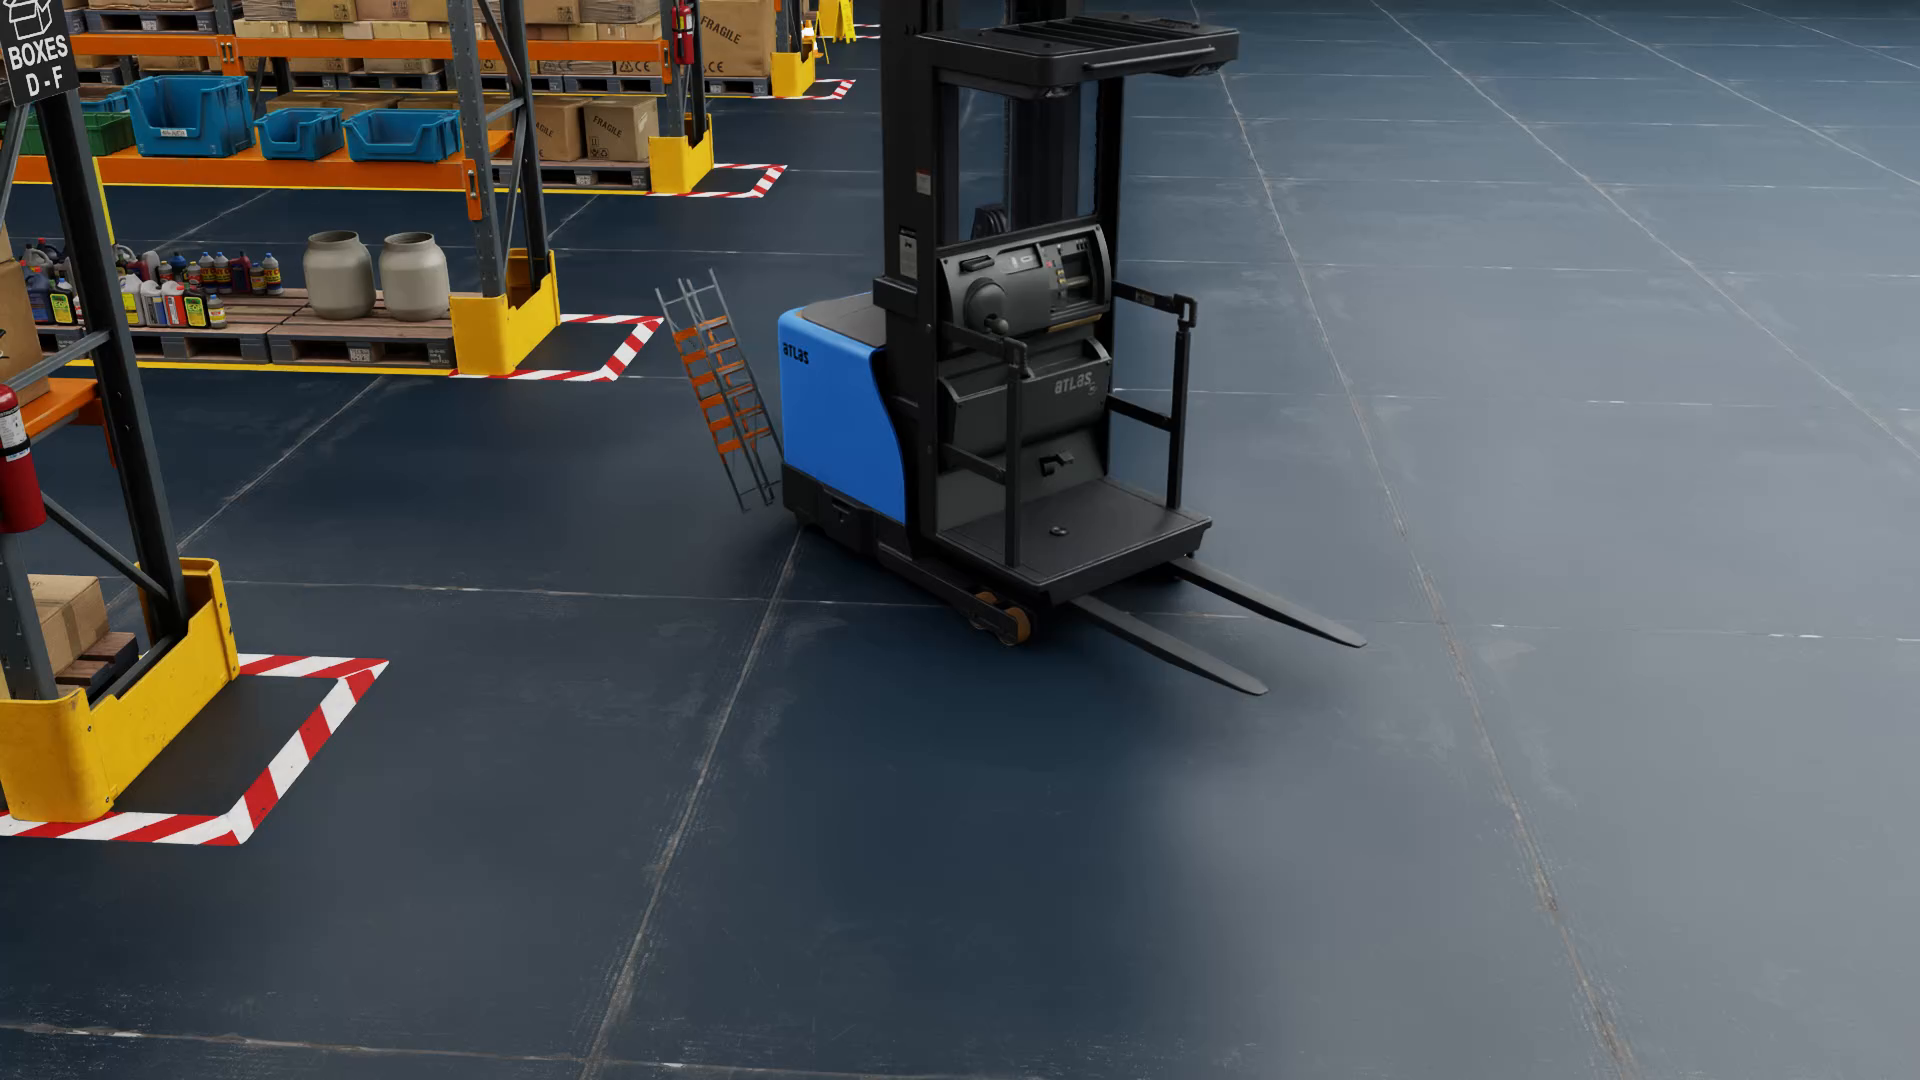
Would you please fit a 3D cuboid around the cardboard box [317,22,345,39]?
[{"bbox_3d":[-5.543,-4.588,14.873,0.250,0.149,0.380,2,25,4],"label":"cardboard box"}]

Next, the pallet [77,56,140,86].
[{"bbox_3d":[-10.771,-5.800,20.540,1.213,0.211,1.003,2,25,4],"label":"pallet"}]

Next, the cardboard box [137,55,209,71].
[{"bbox_3d":[-9.392,-6.152,20.160,0.750,0.750,1.050,2,25,3],"label":"cardboard box"}]

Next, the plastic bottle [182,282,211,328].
[{"bbox_3d":[-4.858,-1.494,10.572,0.133,0.283,0.061,2,25,5],"label":"plastic bottle"}]

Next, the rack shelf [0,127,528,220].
[{"bbox_3d":[-4.869,-2.394,10.663,4.000,0.370,1.077,2,25,4],"label":"rack shelf"}]

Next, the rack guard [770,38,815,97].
[{"bbox_3d":[-1.992,-5.648,19.866,0.348,0.500,1.175,2,25,4],"label":"rack guard"}]

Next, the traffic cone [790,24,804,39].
[{"bbox_3d":[-2.265,-7.175,23.228,0.334,0.463,0.336,2,25,4],"label":"traffic cone"}]

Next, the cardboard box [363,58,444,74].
[{"bbox_3d":[-6.630,-6.064,19.968,0.750,0.750,1.050,2,25,4],"label":"cardboard box"}]

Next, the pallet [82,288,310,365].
[{"bbox_3d":[-4.977,-1.441,11.068,1.213,0.211,1.003,2,25,4],"label":"pallet"}]

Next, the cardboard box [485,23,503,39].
[{"bbox_3d":[-4.044,-4.563,14.817,0.250,0.149,0.380,2,25,4],"label":"cardboard box"}]

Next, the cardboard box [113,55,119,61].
[{"bbox_3d":[-10.678,-6.225,20.617,0.500,0.500,0.500,1,25,2],"label":"cardboard box"}]

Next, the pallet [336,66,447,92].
[{"bbox_3d":[-6.779,-5.639,20.192,1.213,0.211,1.003,2,25,4],"label":"pallet"}]

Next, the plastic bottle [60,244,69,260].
[{"bbox_3d":[-6.008,-1.874,11.316,0.185,0.351,0.144,1,25,1],"label":"plastic bottle"}]

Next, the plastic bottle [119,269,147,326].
[{"bbox_3d":[-5.293,-1.556,10.626,0.185,0.351,0.144,3,25,6],"label":"plastic bottle"}]

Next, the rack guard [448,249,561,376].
[{"bbox_3d":[-2.955,-1.504,10.859,0.348,0.500,1.175,2,25,4],"label":"rack guard"}]

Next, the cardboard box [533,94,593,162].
[{"bbox_3d":[-3.716,-3.808,15.364,0.500,0.500,0.500,8,26,18],"label":"cardboard box"}]

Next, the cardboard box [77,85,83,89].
[{"bbox_3d":[-8.683,-4.000,15.758,0.500,0.500,0.700,4,25,8],"label":"cardboard box"}]

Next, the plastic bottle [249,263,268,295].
[{"bbox_3d":[-4.762,-1.776,11.282,0.097,0.201,0.097,0,25,0],"label":"plastic bottle"}]

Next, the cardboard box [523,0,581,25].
[{"bbox_3d":[-3.550,-4.896,14.766,0.500,0.500,0.875,2,25,4],"label":"cardboard box"}]

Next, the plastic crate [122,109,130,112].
[{"bbox_3d":[-5.225,-2.718,10.823,0.437,0.136,0.530,2,25,4],"label":"plastic crate"}]

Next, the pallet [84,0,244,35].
[{"bbox_3d":[-7.235,-4.847,15.363,1.213,0.211,1.003,2,25,4],"label":"pallet"}]

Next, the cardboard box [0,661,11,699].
[{"bbox_3d":[-3.815,0.572,6.144,0.500,0.250,0.500,2,25,4],"label":"cardboard box"}]

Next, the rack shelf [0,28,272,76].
[{"bbox_3d":[-8.478,-4.586,15.427,4.000,0.370,1.077,2,25,4],"label":"rack shelf"}]

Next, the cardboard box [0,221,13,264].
[{"bbox_3d":[-3.633,-1.034,5.953,0.250,0.149,0.380,2,25,4],"label":"cardboard box"}]

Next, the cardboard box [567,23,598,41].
[{"bbox_3d":[-3.298,-4.524,14.734,0.250,0.149,0.380,2,25,4],"label":"cardboard box"}]

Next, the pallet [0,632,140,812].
[{"bbox_3d":[-4.024,0.668,6.485,1.213,0.211,1.003,2,25,4],"label":"pallet"}]

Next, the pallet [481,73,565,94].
[{"bbox_3d":[-5.252,-5.589,20.083,1.213,0.211,1.003,2,25,4],"label":"pallet"}]

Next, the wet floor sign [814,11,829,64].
[{"bbox_3d":[-1.835,-6.539,21.629,0.232,0.644,0.267,-2,25,-5],"label":"wet floor sign"}]

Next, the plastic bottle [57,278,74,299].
[{"bbox_3d":[-5.753,-1.551,10.709,0.097,0.271,0.097,0,25,0],"label":"plastic bottle"}]

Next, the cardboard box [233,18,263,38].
[{"bbox_3d":[-6.293,-4.602,14.903,0.250,0.149,0.380,2,25,4],"label":"cardboard box"}]

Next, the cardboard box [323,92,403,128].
[{"bbox_3d":[-5.517,-3.859,15.476,0.500,0.500,0.500,10,27,21],"label":"cardboard box"}]

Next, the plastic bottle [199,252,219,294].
[{"bbox_3d":[-5.101,-1.819,11.291,0.097,0.271,0.097,0,25,0],"label":"plastic bottle"}]

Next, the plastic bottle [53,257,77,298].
[{"bbox_3d":[-5.994,-1.778,11.196,0.135,0.276,0.152,2,25,4],"label":"plastic bottle"}]

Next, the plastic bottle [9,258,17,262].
[{"bbox_3d":[-6.478,-1.831,11.402,0.097,0.201,0.097,0,25,0],"label":"plastic bottle"}]

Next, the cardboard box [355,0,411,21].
[{"bbox_3d":[-5.038,-4.984,14.957,0.500,0.500,0.875,2,25,4],"label":"cardboard box"}]

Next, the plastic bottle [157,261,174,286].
[{"bbox_3d":[-5.404,-1.797,11.327,0.097,0.201,0.097,0,25,0],"label":"plastic bottle"}]

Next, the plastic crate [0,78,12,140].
[{"bbox_3d":[-6.351,-2.686,10.513,0.504,0.338,0.767,2,25,4],"label":"plastic crate"}]

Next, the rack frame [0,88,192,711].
[{"bbox_3d":[-3.258,-0.592,5.887,0.127,3.000,1.000,2,25,4],"label":"rack frame"}]

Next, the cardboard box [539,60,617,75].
[{"bbox_3d":[-4.483,-6.062,19.813,0.875,0.875,0.875,2,25,4],"label":"cardboard box"}]

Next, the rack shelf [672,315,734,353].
[{"bbox_3d":[-1.290,-1.046,8.384,0.180,0.103,0.258,-13,11,42],"label":"rack shelf"}]

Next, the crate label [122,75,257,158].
[{"bbox_3d":[-4.731,-2.619,10.249,0.616,0.435,0.502,2,25,4],"label":"crate label"}]

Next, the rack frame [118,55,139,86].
[{"bbox_3d":[-9.992,-7.041,19.902,0.127,3.000,1.000,2,25,4],"label":"rack frame"}]

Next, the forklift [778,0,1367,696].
[{"bbox_3d":[0.432,-1.110,7.096,1.130,2.935,3.031,-19,31,-35],"label":"forklift"}]

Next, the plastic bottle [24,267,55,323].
[{"bbox_3d":[-5.902,-1.576,10.668,0.185,0.351,0.144,1,25,2],"label":"plastic bottle"}]

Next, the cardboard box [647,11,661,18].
[{"bbox_3d":[-2.762,-4.715,15.148,0.250,0.149,0.380,2,25,4],"label":"cardboard box"}]

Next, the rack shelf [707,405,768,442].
[{"bbox_3d":[-1.124,-0.601,8.452,0.180,0.103,0.258,-13,11,42],"label":"rack shelf"}]

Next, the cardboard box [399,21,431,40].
[{"bbox_3d":[-4.796,-4.560,14.811,0.250,0.149,0.380,2,25,4],"label":"cardboard box"}]

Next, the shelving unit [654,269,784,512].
[{"bbox_3d":[-1.181,-0.753,8.429,0.189,1.200,0.258,-13,11,42],"label":"shelving unit"}]
